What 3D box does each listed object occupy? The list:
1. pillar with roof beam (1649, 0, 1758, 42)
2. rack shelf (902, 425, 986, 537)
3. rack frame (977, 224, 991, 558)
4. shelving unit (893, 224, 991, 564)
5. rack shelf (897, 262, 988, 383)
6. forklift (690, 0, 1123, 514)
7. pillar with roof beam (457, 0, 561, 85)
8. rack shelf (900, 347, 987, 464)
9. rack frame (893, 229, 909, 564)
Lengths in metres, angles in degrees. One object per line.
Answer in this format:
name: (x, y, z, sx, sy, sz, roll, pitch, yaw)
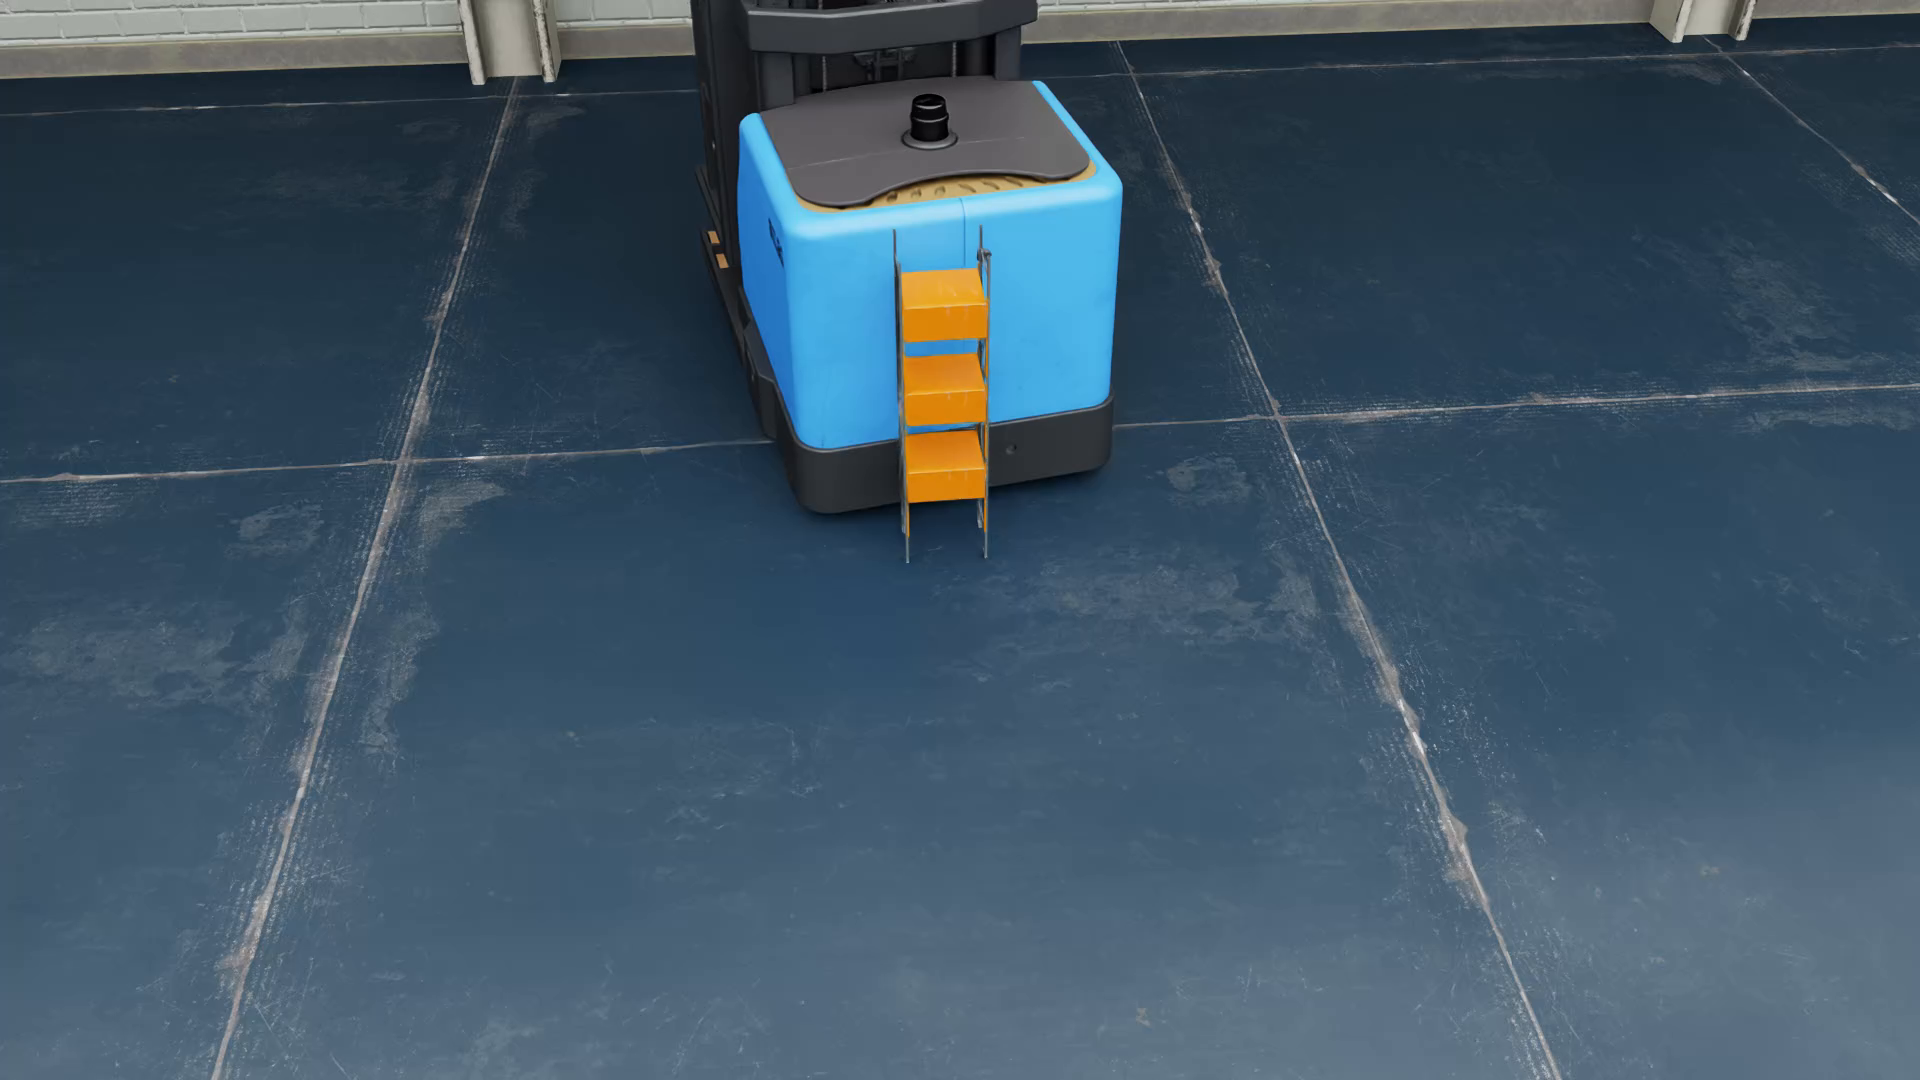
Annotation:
pillar with roof beam: (4.184, -3.514, 2.439, 0.400, 9.000, 9.100, -3, 38, -4)
rack shelf: (-0.052, -0.181, 5.098, 0.240, 0.259, 0.215, -4, 38, -5)
rack frame: (0.069, -0.416, 4.930, 0.008, 1.050, 0.200, -4, 38, -5)
shelving unit: (-0.052, -0.408, 4.919, 0.252, 1.050, 0.215, -4, 38, -5)
rack shelf: (-0.052, -0.622, 4.750, 0.240, 0.259, 0.215, -4, 38, -5)
forklift: (-0.396, -2.152, 5.611, 1.130, 2.935, 3.031, -10, 39, -12)
pillar with roof beam: (-1.792, -3.185, 2.021, 0.400, 9.000, 9.100, -3, 38, -4)
rack shelf: (-0.052, -0.399, 4.926, 0.240, 0.259, 0.215, -4, 38, -5)
rack frame: (-0.173, -0.399, 4.908, 0.008, 1.050, 0.200, -4, 38, -5)
